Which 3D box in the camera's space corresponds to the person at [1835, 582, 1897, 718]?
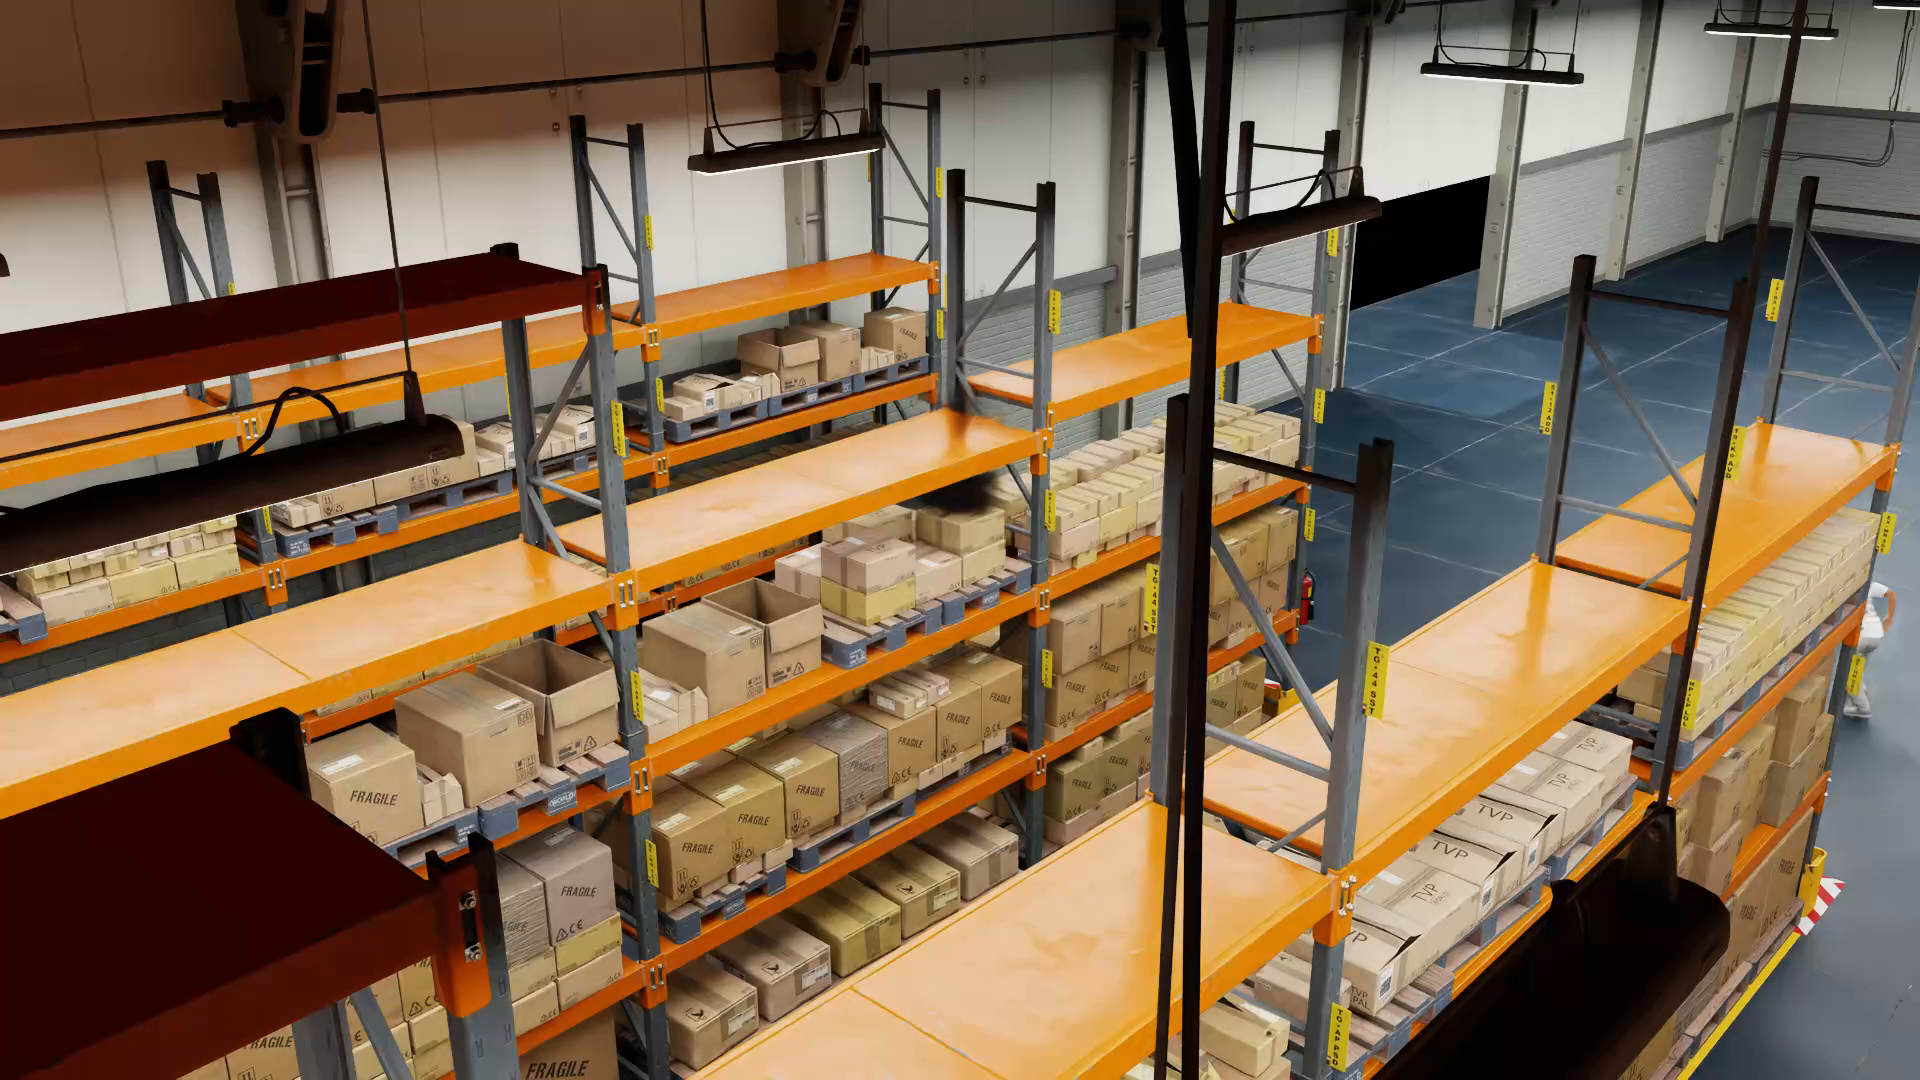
[{"bbox_3d":[9.334,1.016,17.316,0.639,1.496,0.887,-5,22,-13],"label":"person"}]
